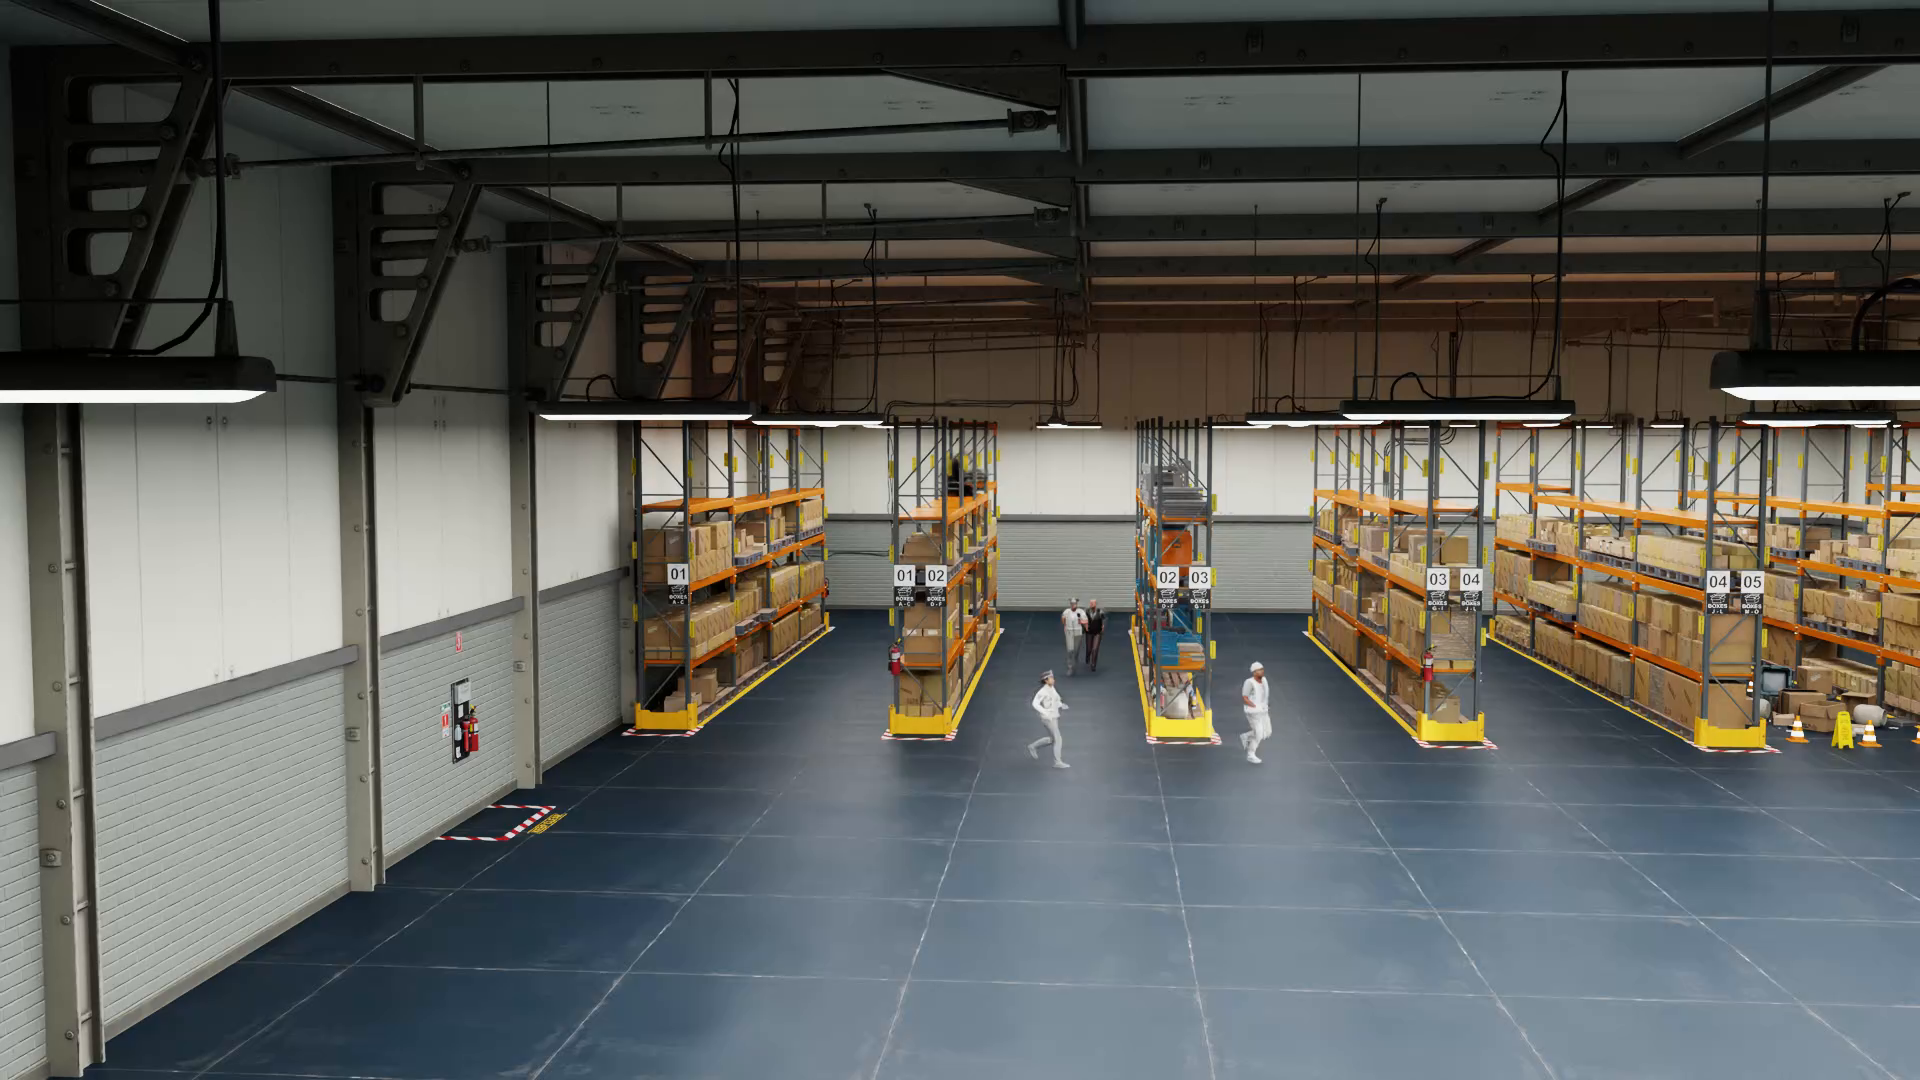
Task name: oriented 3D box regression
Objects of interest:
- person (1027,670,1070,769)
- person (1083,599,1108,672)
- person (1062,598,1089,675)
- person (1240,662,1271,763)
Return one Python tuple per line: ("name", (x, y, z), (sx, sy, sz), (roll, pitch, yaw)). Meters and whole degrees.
("person", (1.497, 3.034, 28.334), (0.823, 1.666, 0.626), (2, 4, 26))
("person", (3.227, 2.272, 40.049), (0.669, 1.719, 0.810), (0, 4, 8))
("person", (2.724, 2.276, 39.456), (0.615, 1.856, 0.811), (0, 4, 1))
("person", (5.146, 2.945, 28.824), (0.614, 1.675, 0.699), (4, 5, 44))
